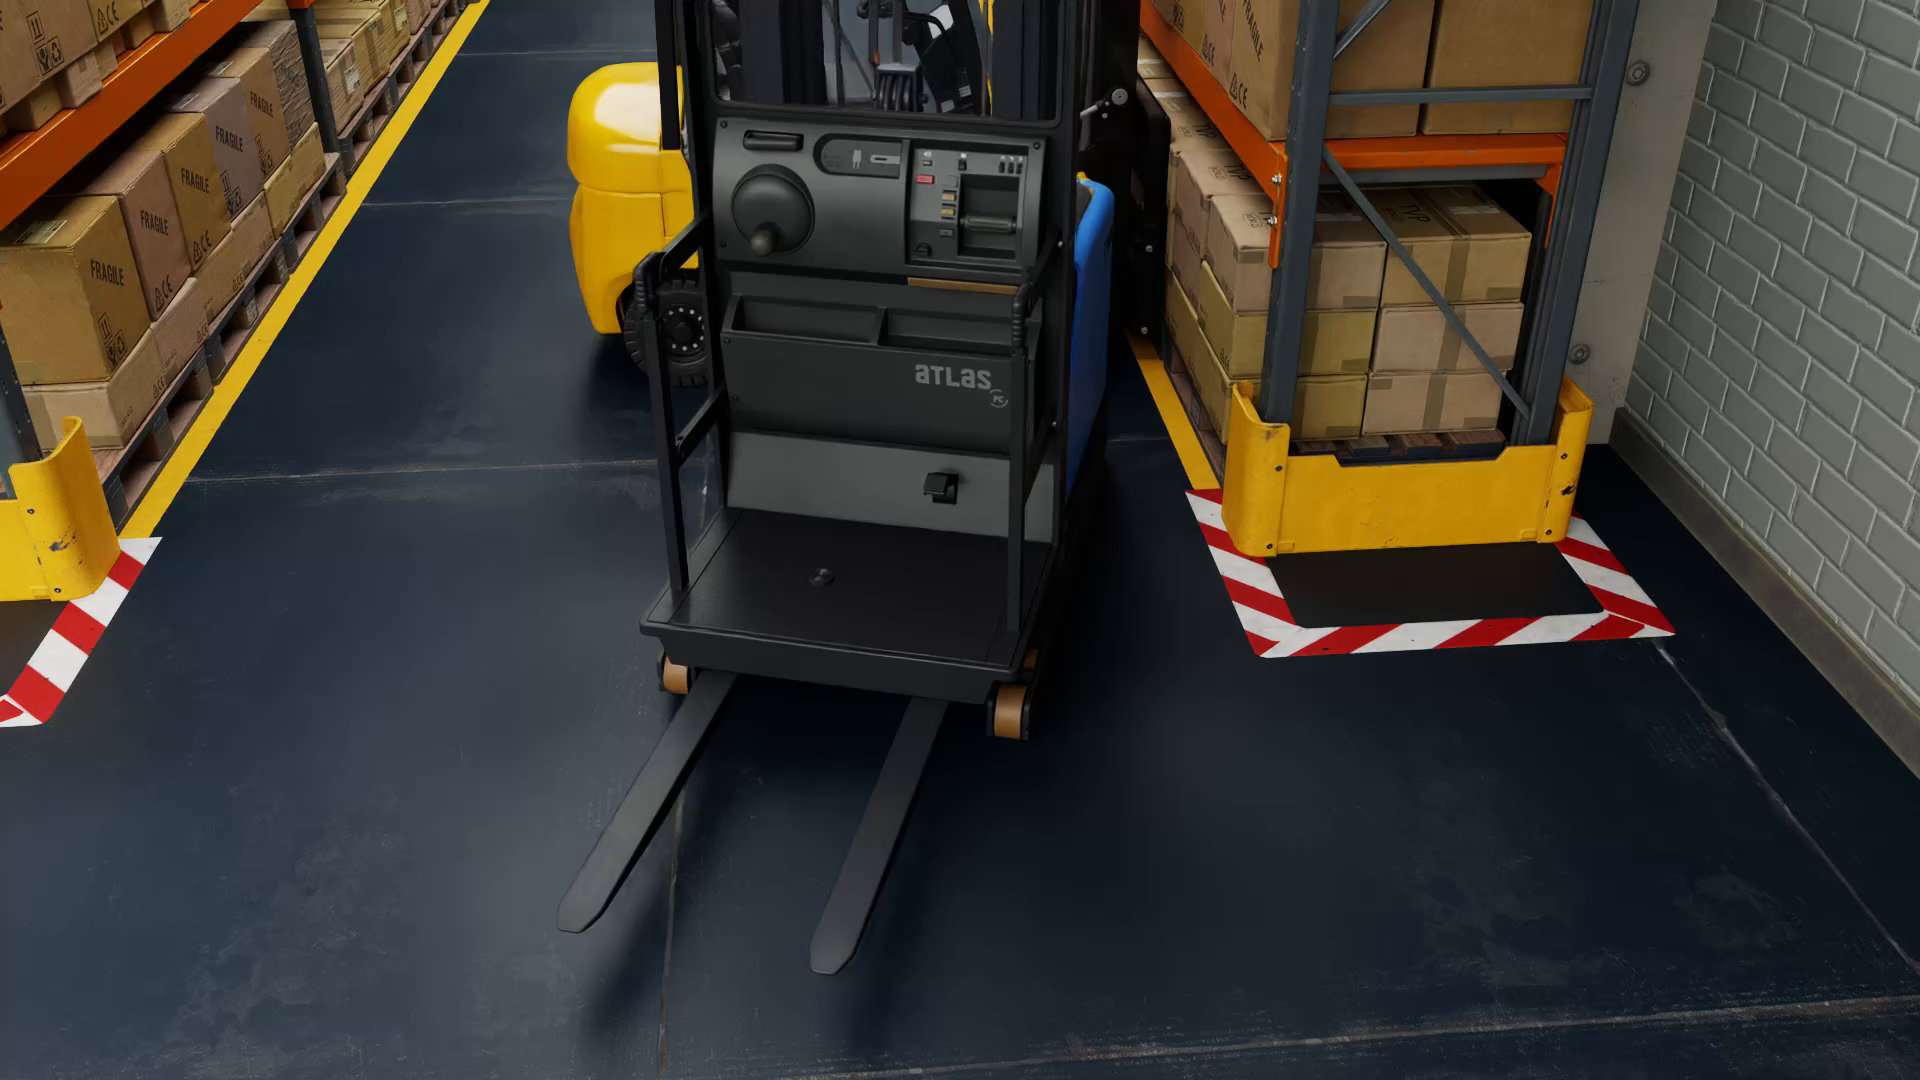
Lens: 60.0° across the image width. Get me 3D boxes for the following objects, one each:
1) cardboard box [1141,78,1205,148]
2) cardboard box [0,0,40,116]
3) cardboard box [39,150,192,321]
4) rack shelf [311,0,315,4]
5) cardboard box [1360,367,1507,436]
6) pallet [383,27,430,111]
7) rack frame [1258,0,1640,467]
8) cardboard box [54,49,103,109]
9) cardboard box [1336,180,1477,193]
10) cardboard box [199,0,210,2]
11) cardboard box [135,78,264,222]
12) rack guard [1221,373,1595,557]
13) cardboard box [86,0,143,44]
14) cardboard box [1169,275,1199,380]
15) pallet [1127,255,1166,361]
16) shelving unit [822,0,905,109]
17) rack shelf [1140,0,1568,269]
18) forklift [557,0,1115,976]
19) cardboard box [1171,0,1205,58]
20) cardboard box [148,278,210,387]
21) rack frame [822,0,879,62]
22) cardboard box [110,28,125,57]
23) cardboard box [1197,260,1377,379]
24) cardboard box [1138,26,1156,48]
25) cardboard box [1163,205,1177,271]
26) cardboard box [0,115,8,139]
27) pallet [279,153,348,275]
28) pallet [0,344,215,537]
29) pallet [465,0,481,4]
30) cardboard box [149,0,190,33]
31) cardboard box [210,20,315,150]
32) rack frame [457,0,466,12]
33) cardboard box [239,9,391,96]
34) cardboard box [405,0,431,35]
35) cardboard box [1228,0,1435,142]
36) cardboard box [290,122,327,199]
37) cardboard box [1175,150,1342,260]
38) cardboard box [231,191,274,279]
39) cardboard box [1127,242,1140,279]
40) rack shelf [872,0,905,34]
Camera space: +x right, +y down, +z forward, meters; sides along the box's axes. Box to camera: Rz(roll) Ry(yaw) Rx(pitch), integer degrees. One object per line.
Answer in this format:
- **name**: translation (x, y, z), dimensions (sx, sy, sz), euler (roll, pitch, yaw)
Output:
- **cardboard box**: translation (1.012, -1.782, 7.105), dimensions (0.500, 0.250, 0.500), euler (-3, 31, -6)
- **cardboard box**: translation (-3.194, -1.542, 5.019), dimensions (0.500, 0.500, 0.500), euler (-3, 31, -5)
- **cardboard box**: translation (-3.282, -1.142, 6.277), dimensions (0.500, 0.500, 0.500), euler (-4, 31, -6)
- **rack shelf**: translation (-3.986, -3.871, 10.007), dimensions (1.077, 0.370, 4.000), euler (-3, 31, -5)
- **cardboard box**: translation (1.665, -0.616, 6.128), dimensions (0.500, 0.250, 0.500), euler (-3, 31, -4)
- **pallet**: translation (-3.991, -2.983, 10.538), dimensions (1.003, 0.211, 1.213), euler (-3, 31, -5)
- **rack frame**: translation (1.516, -1.356, 5.095), dimensions (1.000, 3.000, 0.127), euler (-3, 31, -5)
- **cardboard box**: translation (-3.211, -1.591, 5.733), dimensions (0.380, 0.149, 0.250), euler (-2, 31, -4)
- **cardboard box**: translation (1.609, -1.294, 6.289), dimensions (0.500, 0.250, 0.500), euler (-3, 31, -5)
- **cardboard box**: translation (-3.368, -2.382, 7.059), dimensions (0.380, 0.149, 0.250), euler (-3, 31, -5)
- **cardboard box**: translation (-3.379, -1.671, 7.163), dimensions (0.500, 0.500, 0.500), euler (-1, 31, -2)
- **rack guard**: translation (1.518, -0.271, 5.715), dimensions (1.175, 0.500, 0.348), euler (-3, 31, -5)
- **cardboard box**: translation (-3.294, -2.066, 5.897), dimensions (0.500, 0.500, 0.500), euler (-3, 31, -6)
- **cardboard box**: translation (1.120, -0.835, 6.494), dimensions (0.500, 0.250, 0.500), euler (-3, 31, -5)
- **pallet**: translation (1.292, -1.169, 7.501), dimensions (1.003, 0.211, 1.213), euler (-3, 31, -5)
- **shelving unit**: translation (-0.457, -1.469, 6.064), dimensions (0.431, 2.100, 0.503), euler (-5, 31, -12)
- **rack shelf**: translation (1.329, -2.068, 6.989), dimensions (1.077, 0.370, 4.000), euler (-3, 31, -5)
- **forklift**: translation (-0.274, -0.895, 4.390), dimensions (1.130, 2.935, 3.031), euler (6, 31, 11)
- **cardboard box**: translation (1.121, -2.164, 6.351), dimensions (0.500, 0.500, 0.500), euler (-3, 31, -6)
- **cardboard box**: translation (-3.266, -0.802, 6.440), dimensions (0.500, 0.250, 0.500), euler (-2, 31, -3)
- **rack frame**: translation (-0.509, -1.593, 6.268), dimensions (0.400, 2.100, 0.015), euler (-5, 31, -12)
- **cardboard box**: translation (-3.353, -1.854, 6.173), dimensions (0.380, 0.149, 0.250), euler (-2, 31, -3)
- **cardboard box**: translation (1.159, -0.804, 5.955), dimensions (0.500, 0.250, 0.500), euler (-3, 31, -5)
- **cardboard box**: translation (0.912, -2.304, 7.978), dimensions (0.500, 0.250, 0.500), euler (-3, 31, -5)
- **cardboard box**: translation (1.054, -1.323, 6.824), dimensions (0.500, 0.250, 0.500), euler (-3, 31, -6)
- **cardboard box**: translation (-3.289, -1.320, 5.280), dimensions (0.380, 0.149, 0.250), euler (-2, 31, -4)
- **pallet**: translation (-3.702, -1.620, 8.256), dimensions (1.003, 0.211, 1.213), euler (-3, 31, -5)
- **pallet**: translation (-3.474, -0.374, 6.171), dimensions (1.003, 0.211, 1.213), euler (-3, 31, -5)
- **pallet**: translation (-4.172, -4.410, 12.927), dimensions (1.003, 0.211, 1.213), euler (-3, 31, -5)
- **cardboard box**: translation (-3.314, -2.121, 6.621), dimensions (0.380, 0.149, 0.250), euler (-2, 31, -4)
- **cardboard box**: translation (-3.477, -2.191, 8.034), dimensions (0.500, 0.500, 0.500), euler (-3, 31, -5)
- **rack frame**: translation (-4.173, -5.201, 11.532), dimensions (1.000, 3.000, 0.127), euler (-3, 31, -5)
- **cardboard box**: translation (-3.922, -2.845, 9.741), dimensions (0.950, 0.372, 0.625), euler (-1, 31, -1)
- **cardboard box**: translation (-4.054, -3.587, 10.984), dimensions (0.950, 0.372, 0.625), euler (-3, 31, -6)
- **cardboard box**: translation (1.208, -1.638, 5.469), dimensions (0.500, 0.500, 0.500), euler (-3, 31, -6)
- **cardboard box**: translation (-3.477, -1.869, 8.226), dimensions (0.500, 0.250, 0.500), euler (-1, 31, -2)
- **cardboard box**: translation (1.109, -1.266, 6.241), dimensions (0.500, 0.250, 0.500), euler (-2, 31, -4)
- **cardboard box**: translation (-3.374, -1.338, 7.337), dimensions (0.500, 0.250, 0.500), euler (-2, 31, -4)
- **cardboard box**: translation (1.012, -1.355, 7.365), dimensions (0.500, 0.250, 0.500), euler (-2, 31, -3)
- **rack shelf**: translation (-0.431, -2.059, 5.714), dimensions (0.431, 0.518, 0.480), euler (-5, 31, -12)
